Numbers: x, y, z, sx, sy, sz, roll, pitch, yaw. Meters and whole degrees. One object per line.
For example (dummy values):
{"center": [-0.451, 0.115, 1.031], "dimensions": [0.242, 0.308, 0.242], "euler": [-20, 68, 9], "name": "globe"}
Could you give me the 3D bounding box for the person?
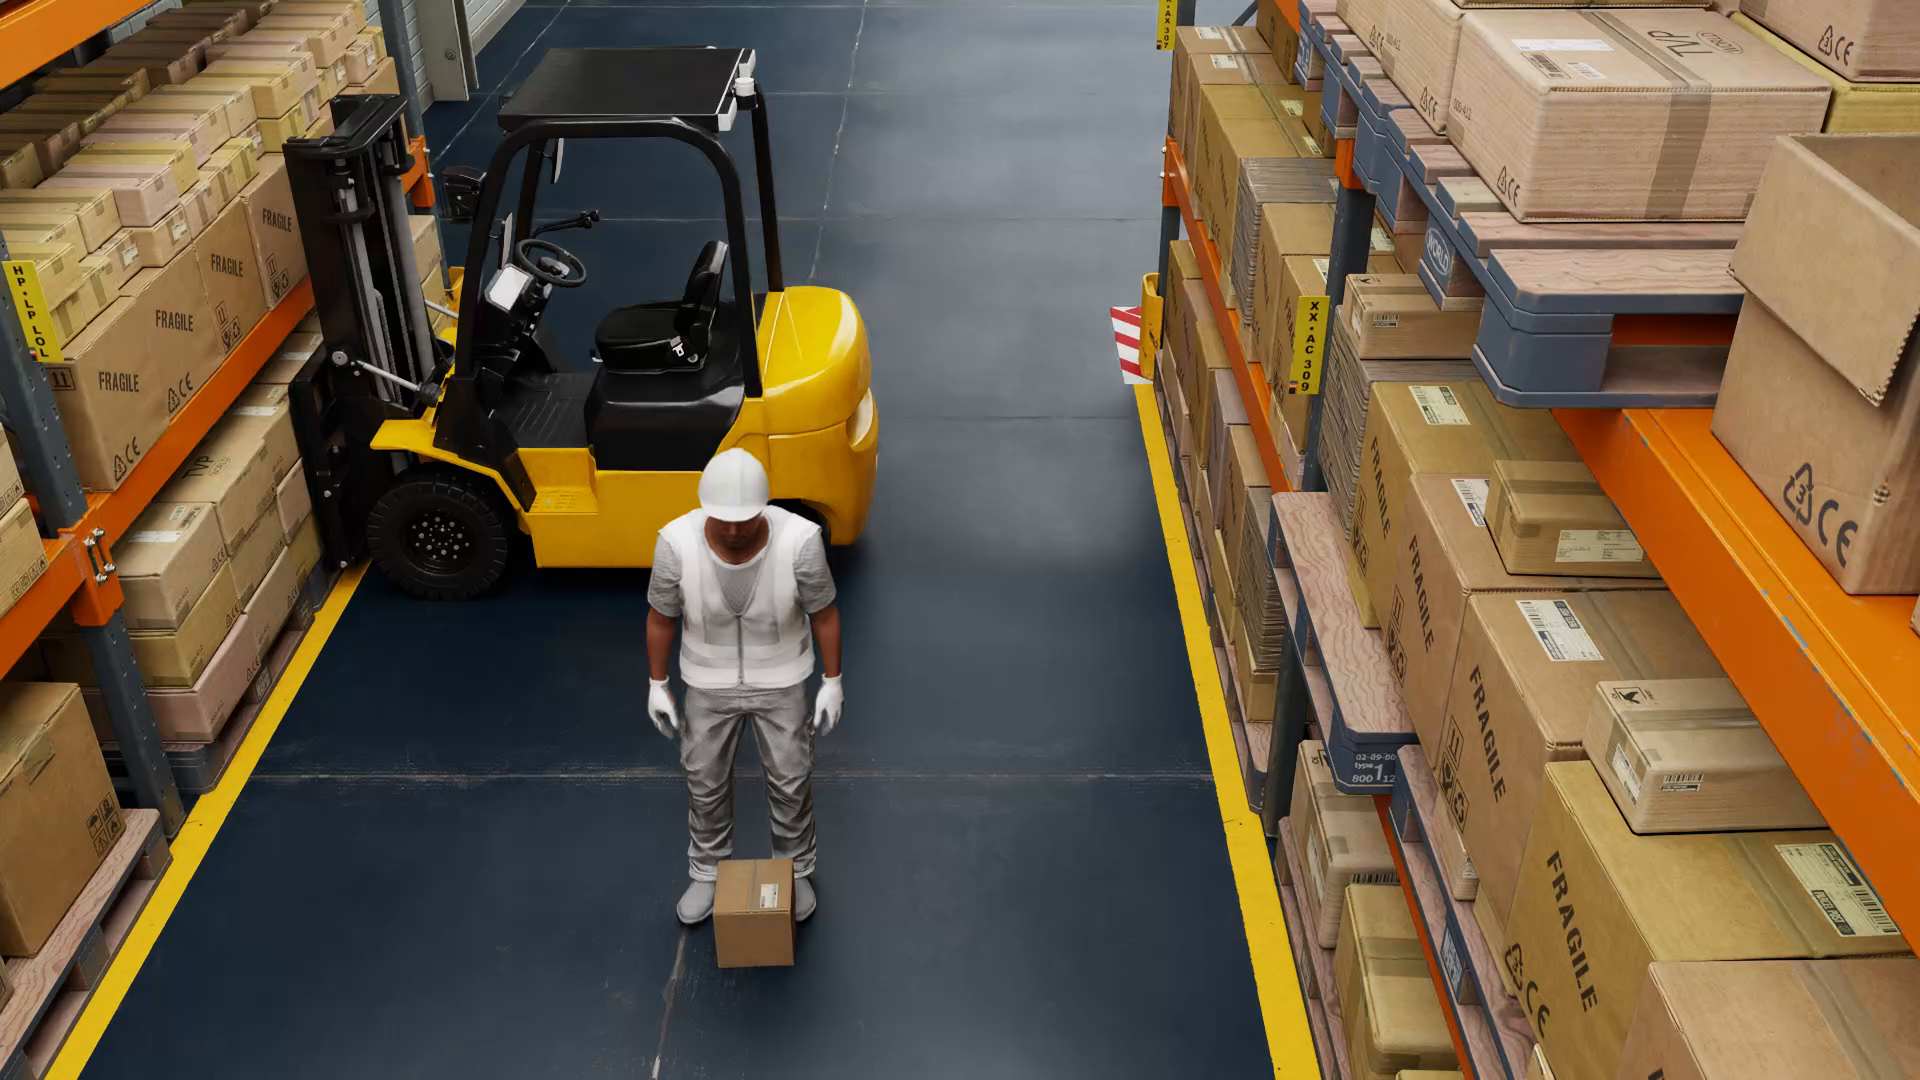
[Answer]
{"center": [-0.687, 0.475, 5.342], "dimensions": [0.630, 1.773, 0.451], "euler": [-1, 31, -2], "name": "person"}
